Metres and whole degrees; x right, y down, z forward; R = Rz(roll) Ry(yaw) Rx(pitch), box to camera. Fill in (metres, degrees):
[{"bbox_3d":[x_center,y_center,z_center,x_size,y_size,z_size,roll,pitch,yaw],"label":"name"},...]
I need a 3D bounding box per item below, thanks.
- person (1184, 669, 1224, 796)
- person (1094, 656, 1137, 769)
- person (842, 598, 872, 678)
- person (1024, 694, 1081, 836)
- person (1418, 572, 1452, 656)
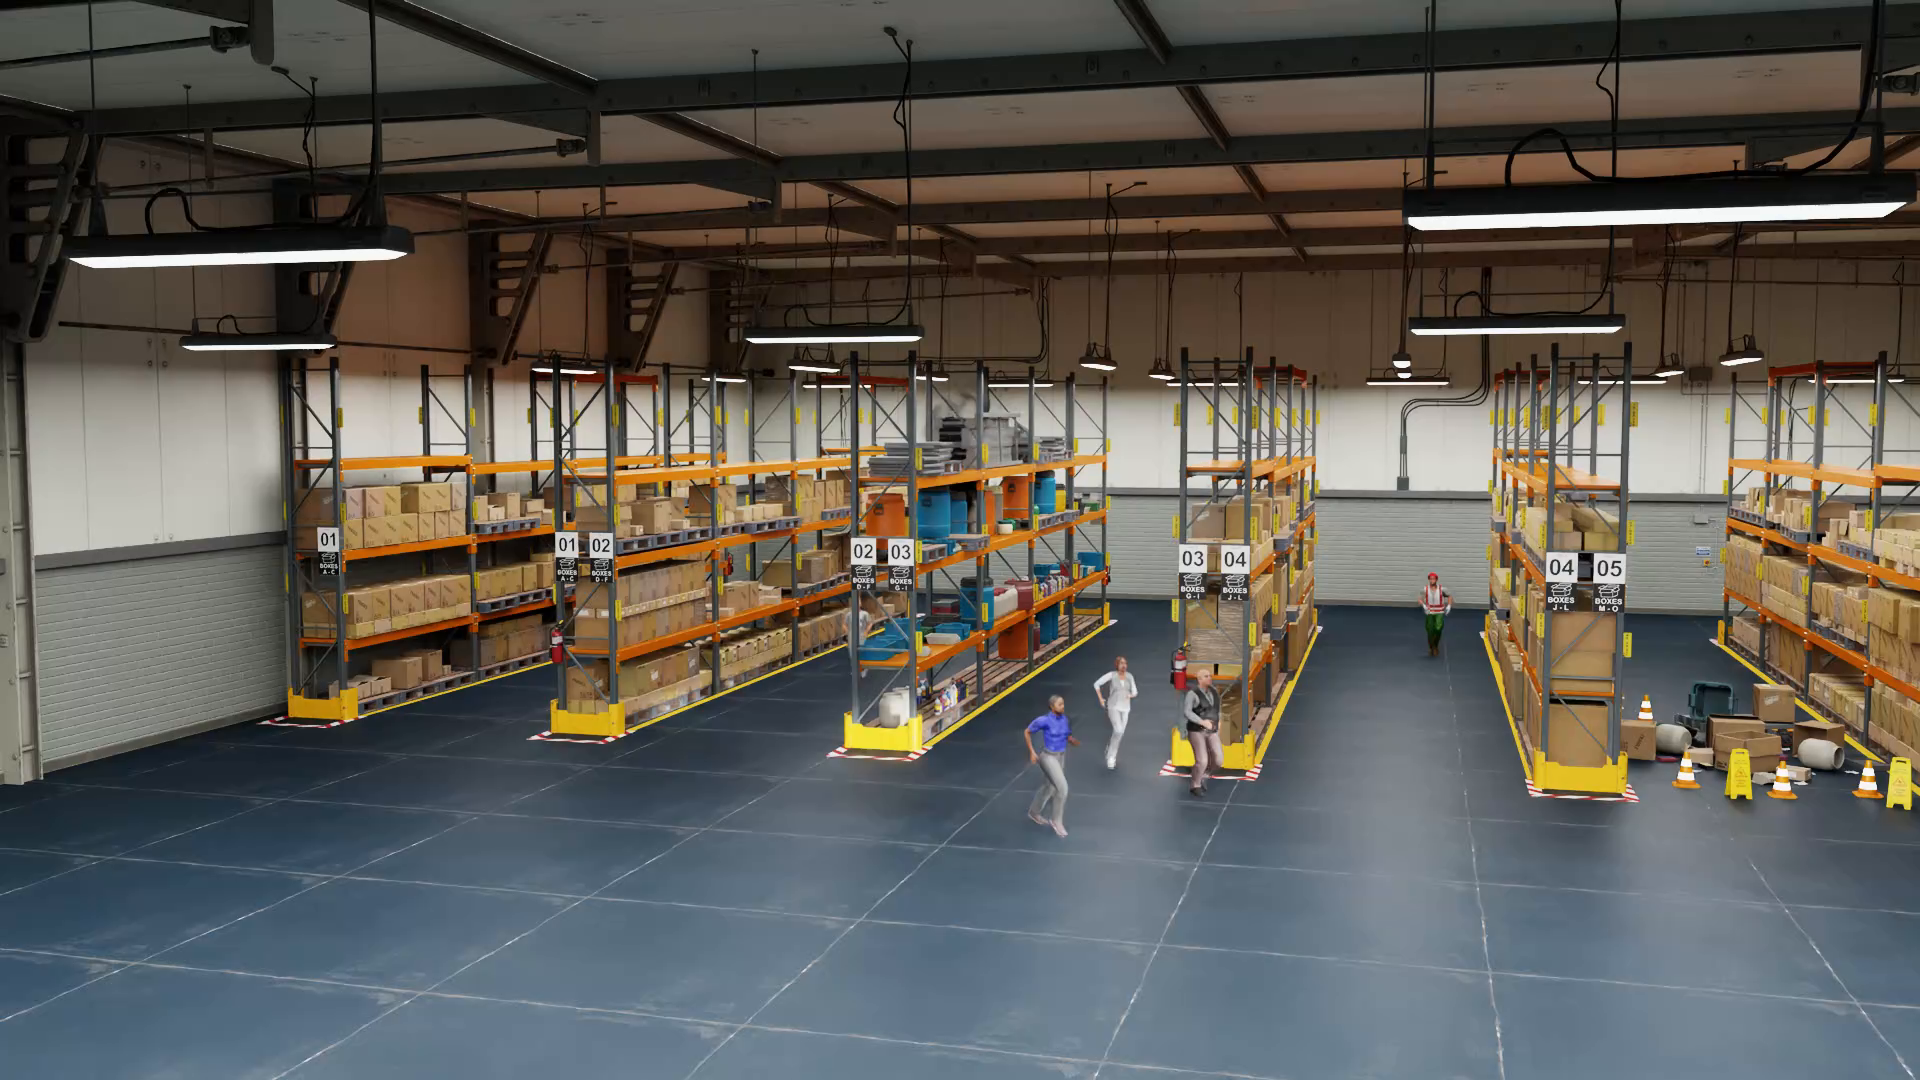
[{"bbox_3d":[3.272,2.516,21.968,0.692,1.622,0.566,-2,5,-31],"label":"person"},{"bbox_3d":[2.264,2.464,23.879,0.545,1.607,0.613,-2,5,-24],"label":"person"},{"bbox_3d":[-1.949,1.882,31.429,0.561,1.621,0.584,0,4,3],"label":"person"},{"bbox_3d":[1.129,2.710,20.073,0.813,1.712,0.537,3,5,39],"label":"person"},{"bbox_3d":[9.960,1.560,34.917,0.673,1.751,0.634,2,5,21],"label":"person"}]
